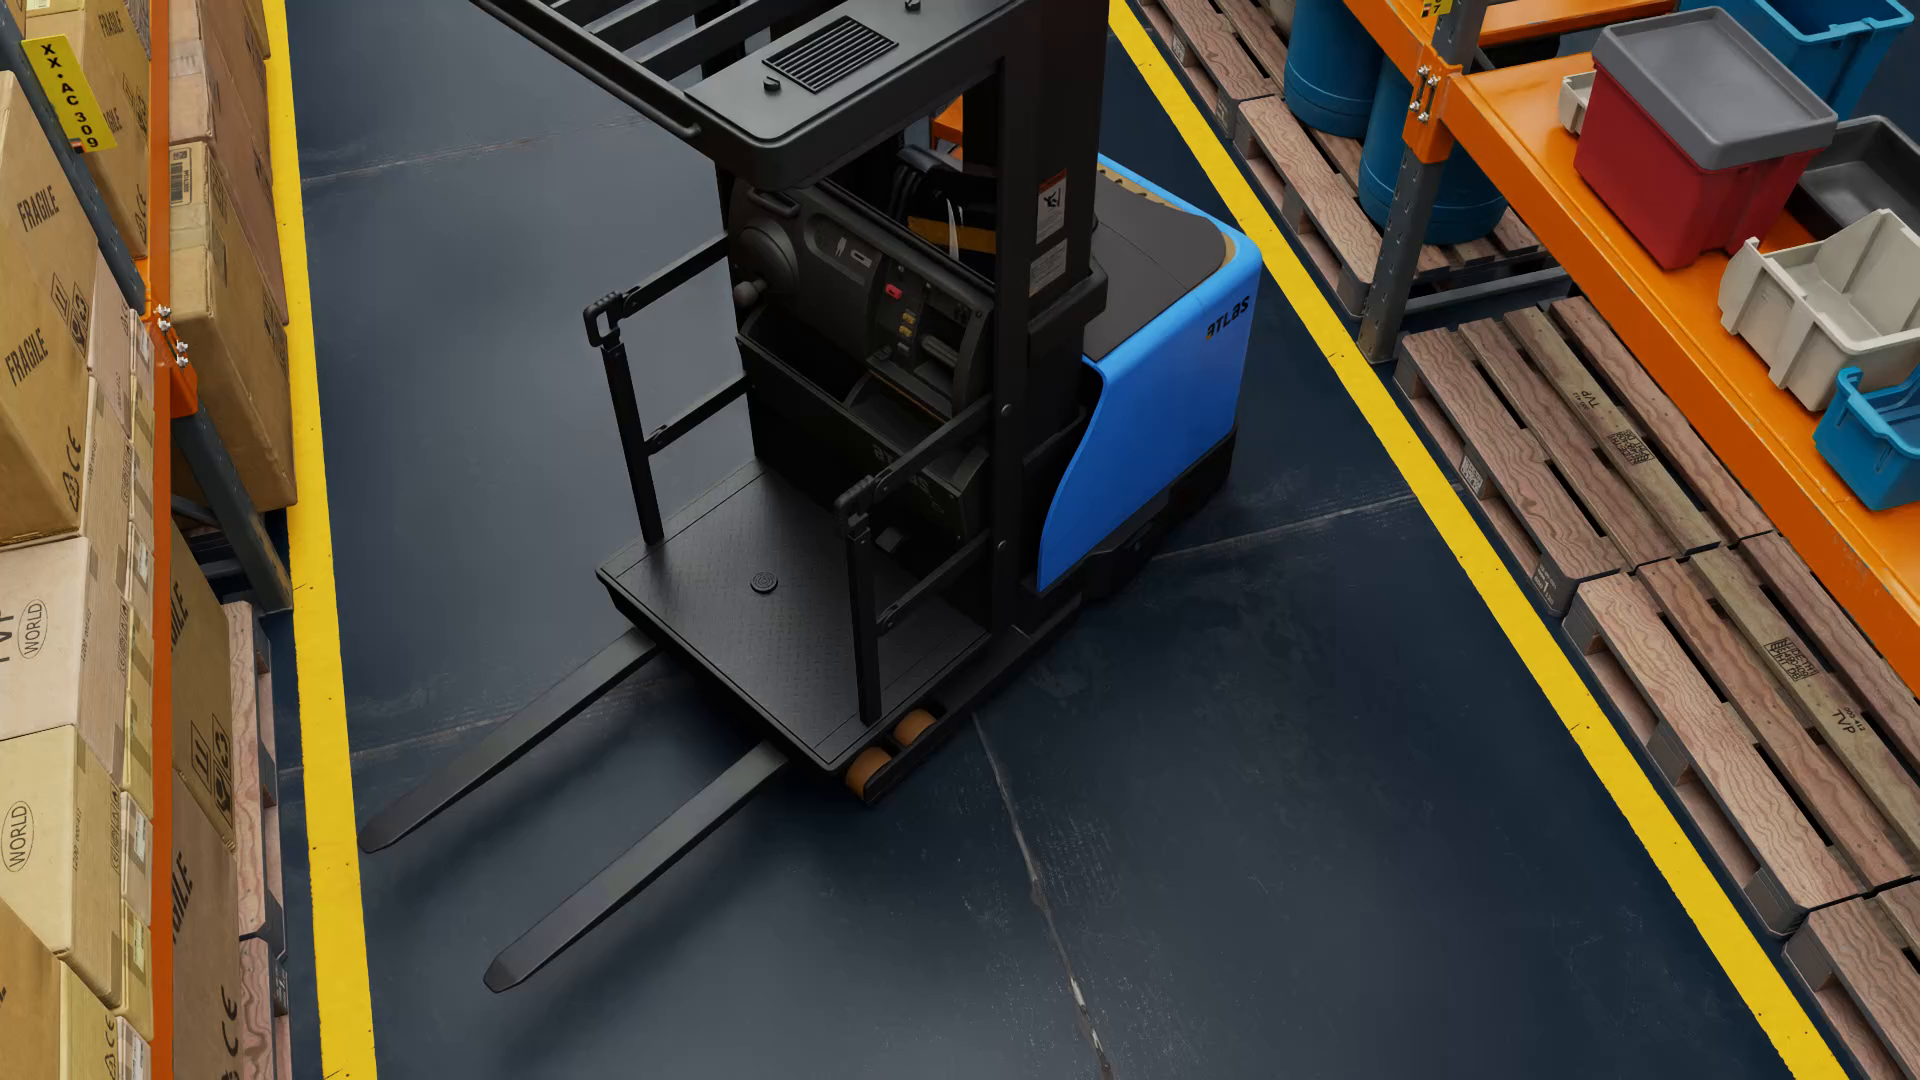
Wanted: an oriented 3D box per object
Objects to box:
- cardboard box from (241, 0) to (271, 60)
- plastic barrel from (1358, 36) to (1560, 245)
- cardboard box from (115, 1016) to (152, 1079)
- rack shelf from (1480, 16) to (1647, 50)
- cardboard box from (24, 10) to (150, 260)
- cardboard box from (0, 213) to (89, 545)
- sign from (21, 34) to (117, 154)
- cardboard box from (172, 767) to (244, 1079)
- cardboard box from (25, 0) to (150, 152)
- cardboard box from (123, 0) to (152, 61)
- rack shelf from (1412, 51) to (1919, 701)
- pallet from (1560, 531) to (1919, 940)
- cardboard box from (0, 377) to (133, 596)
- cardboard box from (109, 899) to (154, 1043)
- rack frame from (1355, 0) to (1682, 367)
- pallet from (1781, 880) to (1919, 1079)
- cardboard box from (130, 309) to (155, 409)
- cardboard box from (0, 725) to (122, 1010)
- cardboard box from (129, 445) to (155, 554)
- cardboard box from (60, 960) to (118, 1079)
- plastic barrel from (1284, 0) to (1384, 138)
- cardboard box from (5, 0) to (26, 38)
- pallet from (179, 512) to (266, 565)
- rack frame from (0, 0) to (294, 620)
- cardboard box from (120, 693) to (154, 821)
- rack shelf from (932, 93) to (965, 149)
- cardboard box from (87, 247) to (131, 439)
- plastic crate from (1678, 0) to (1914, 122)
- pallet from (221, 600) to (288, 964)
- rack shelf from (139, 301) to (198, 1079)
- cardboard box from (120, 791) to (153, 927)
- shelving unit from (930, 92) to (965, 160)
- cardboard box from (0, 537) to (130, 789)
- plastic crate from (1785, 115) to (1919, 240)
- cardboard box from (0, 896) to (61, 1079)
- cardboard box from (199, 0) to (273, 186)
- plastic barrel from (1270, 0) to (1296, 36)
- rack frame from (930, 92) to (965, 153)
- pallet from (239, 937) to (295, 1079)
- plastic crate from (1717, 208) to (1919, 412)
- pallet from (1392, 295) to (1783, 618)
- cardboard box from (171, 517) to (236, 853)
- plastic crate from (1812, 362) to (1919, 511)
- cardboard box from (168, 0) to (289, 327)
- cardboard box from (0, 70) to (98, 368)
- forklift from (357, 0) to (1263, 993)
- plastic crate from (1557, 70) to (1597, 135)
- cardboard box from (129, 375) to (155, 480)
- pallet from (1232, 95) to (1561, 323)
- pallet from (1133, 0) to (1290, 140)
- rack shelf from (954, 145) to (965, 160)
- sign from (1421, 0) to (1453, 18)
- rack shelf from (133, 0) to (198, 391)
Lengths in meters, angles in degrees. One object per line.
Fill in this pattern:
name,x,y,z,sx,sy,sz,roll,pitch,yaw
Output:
cardboard box,-3.717,-2.525,7.032,1.225,0.875,0.875,-15,52,-13
plastic barrel,1.869,-1.642,6.270,0.600,0.901,0.708,-13,51,-11
cardboard box,-1.708,1.068,3.052,0.380,0.149,0.250,-14,51,-11
rack shelf,1.422,-3.057,6.742,0.831,0.071,3.687,-13,51,-11
cardboard box,-2.615,-1.087,4.639,0.500,0.500,0.500,-13,51,-11
cardboard box,-2.183,-0.309,3.462,0.500,0.500,0.500,-13,51,-11
sign,-2.189,-1.093,4.091,0.100,0.325,0.005,-13,51,-11
cardboard box,-2.333,1.045,4.022,0.875,0.875,0.875,-13,51,-11
cardboard box,-2.765,-1.453,4.948,0.500,0.500,0.500,-13,51,-11
cardboard box,-2.913,-1.819,5.256,0.500,0.500,0.500,-14,51,-12
rack shelf,2.605,-0.089,4.334,1.077,0.370,4.000,-13,51,-11
pallet,2.632,0.538,5.158,1.003,0.211,1.213,-13,51,-11
cardboard box,-2.182,-0.069,3.750,0.500,0.250,0.500,-12,51,-10
cardboard box,-1.781,0.884,3.207,0.380,0.149,0.250,-14,51,-12
rack frame,2.013,-1.782,5.290,1.000,3.000,0.127,-13,51,-11
pallet,2.989,1.427,4.409,1.003,0.211,1.213,-13,51,-11
cardboard box,-2.315,-0.432,4.317,0.380,0.149,0.250,-13,51,-11
cardboard box,-1.884,0.675,3.123,0.500,0.250,0.500,-14,51,-12
cardboard box,-2.163,-0.057,4.000,0.380,0.149,0.250,-14,51,-12
cardboard box,-1.725,1.055,2.803,0.500,0.250,0.500,-15,51,-12
plastic barrel,1.659,-2.159,6.706,0.600,0.901,0.708,-13,51,-11
cardboard box,-2.915,-1.482,4.316,0.797,0.503,0.637,-15,51,-12
pallet,-3.018,-0.310,5.873,1.003,0.211,1.213,-13,51,-11
rack frame,-2.718,-0.662,4.346,1.000,3.000,0.127,-13,51,-11
cardboard box,-1.935,0.506,3.526,0.380,0.149,0.250,-14,51,-12
rack shelf,0.171,-1.445,5.978,0.480,0.148,0.258,25,54,20
cardboard box,-2.337,-0.446,4.068,0.500,0.250,0.500,-14,51,-12
plastic crate,2.477,-1.532,5.051,0.392,0.384,0.575,-13,51,-11
pallet,-2.568,0.810,4.929,1.003,0.211,1.213,-13,51,-11
rack shelf,-2.127,1.031,3.390,1.077,0.370,4.000,-13,51,-11
cardboard box,-1.861,0.692,3.369,0.380,0.149,0.250,-13,51,-10
shelving unit,0.170,-1.344,6.097,0.503,1.200,0.258,25,54,20
cardboard box,-2.031,0.304,3.435,0.500,0.250,0.500,-12,51,-10
plastic crate,2.601,-0.956,4.734,0.437,0.125,0.590,-13,51,-11
cardboard box,-1.726,0.817,2.513,0.500,0.500,0.500,-15,51,-12
cardboard box,-3.461,-1.872,6.481,1.225,0.875,0.875,-13,51,-11
plastic barrel,1.578,-2.466,7.220,0.421,0.512,0.421,0,50,0
rack frame,-0.037,-1.441,6.179,0.015,1.200,0.240,25,54,20
pallet,-2.204,1.703,4.177,1.003,0.211,1.213,-13,51,-11
plastic crate,2.289,-0.606,4.337,0.437,0.282,0.530,-13,51,-11
pallet,2.268,-0.355,5.911,1.003,0.211,1.213,-13,51,-11
cardboard box,-2.600,0.388,4.576,0.875,0.875,0.875,-13,51,-11
plastic crate,2.344,-0.268,4.084,0.416,0.233,0.300,-13,51,-11
cardboard box,-3.192,-1.228,5.938,1.225,0.875,0.875,-15,51,-12
cardboard box,-2.327,-0.676,3.771,0.500,0.500,0.500,-12,51,-10
forklift,-0.432,-0.601,4.340,1.130,2.935,3.031,36,59,27
plastic crate,2.014,-1.344,5.054,0.396,0.136,0.243,-13,51,-11
cardboard box,-2.239,-0.244,4.158,0.380,0.149,0.250,-12,51,-10
pallet,1.825,-1.456,6.839,1.003,0.211,1.213,-13,51,-11
pallet,1.460,-2.349,7.592,1.003,0.211,1.213,-13,51,-11
rack shelf,0.170,-1.300,6.148,0.480,0.148,0.258,25,54,20
sign,1.487,-1.748,5.081,0.100,0.325,0.005,-13,51,-11
rack shelf,-3.310,-1.891,5.853,1.077,0.370,4.000,-13,51,-11
